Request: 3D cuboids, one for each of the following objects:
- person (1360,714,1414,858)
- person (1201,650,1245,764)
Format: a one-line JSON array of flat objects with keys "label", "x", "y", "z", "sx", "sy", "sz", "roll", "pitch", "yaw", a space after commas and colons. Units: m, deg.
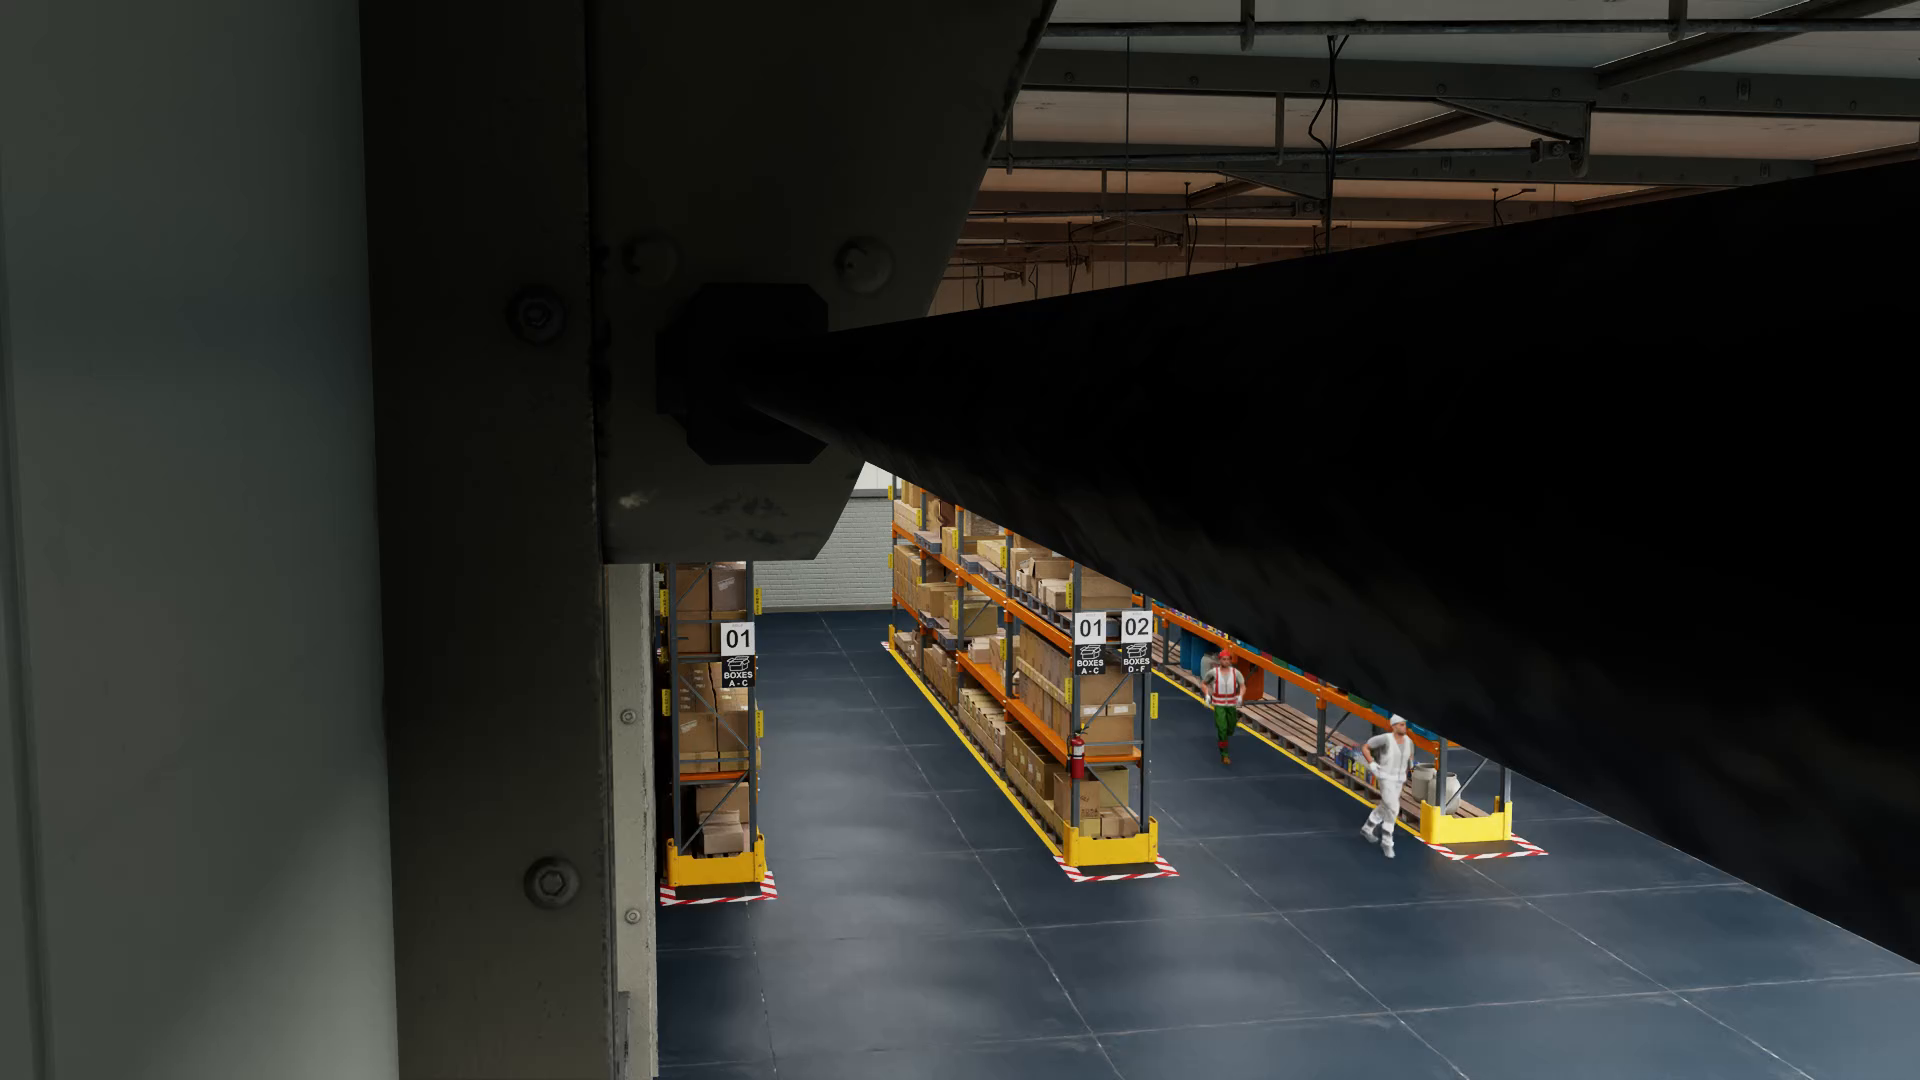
[{"label": "person", "x": 5.575, "y": 3.144, "z": 21.554, "sx": 0.682, "sy": 1.841, "sz": 0.763, "roll": -3, "pitch": 7, "yaw": -28}, {"label": "person", "x": 4.169, "y": 2.608, "z": 26.306, "sx": 0.688, "sy": 1.763, "sz": 0.880, "roll": 0, "pitch": 6, "yaw": -4}]
